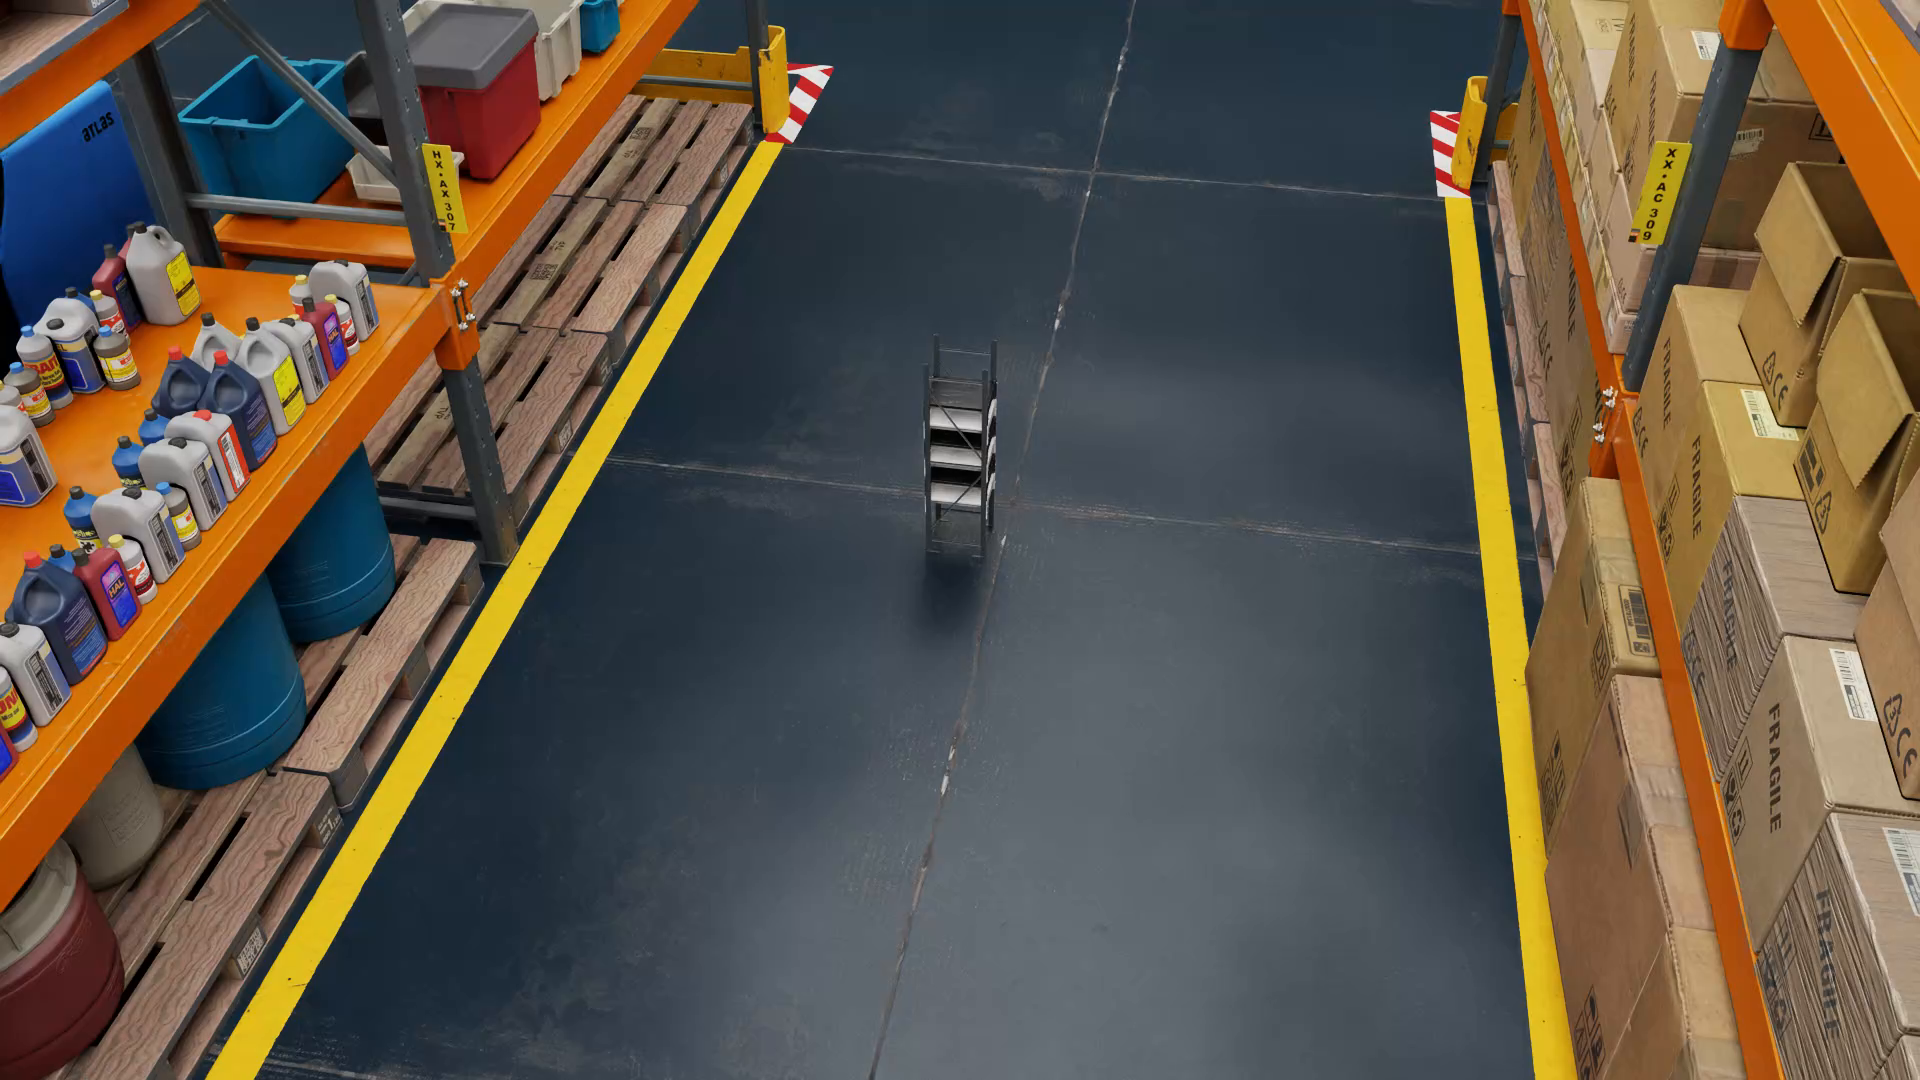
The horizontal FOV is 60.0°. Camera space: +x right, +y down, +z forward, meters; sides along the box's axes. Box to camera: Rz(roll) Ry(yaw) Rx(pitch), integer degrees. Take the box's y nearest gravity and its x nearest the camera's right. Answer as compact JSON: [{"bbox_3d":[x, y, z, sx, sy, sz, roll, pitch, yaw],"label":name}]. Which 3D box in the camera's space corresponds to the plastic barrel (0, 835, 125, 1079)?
[{"bbox_3d":[-2.707,1.123,4.601,0.600,0.588,0.708,6,40,8],"label":"plastic barrel"}]

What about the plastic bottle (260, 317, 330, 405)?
[{"bbox_3d":[-2.091,-0.577,5.192,0.152,0.276,0.135,6,40,8],"label":"plastic bottle"}]

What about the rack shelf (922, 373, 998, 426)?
[{"bbox_3d":[0.001,-0.534,6.319,0.258,0.077,0.200,6,40,8],"label":"rack shelf"}]

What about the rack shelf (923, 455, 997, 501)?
[{"bbox_3d":[0.001,-0.257,6.548,0.258,0.077,0.200,6,40,8],"label":"rack shelf"}]

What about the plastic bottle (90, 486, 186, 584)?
[{"bbox_3d":[-2.241,-0.031,4.531,0.152,0.276,0.135,6,40,8],"label":"plastic bottle"}]

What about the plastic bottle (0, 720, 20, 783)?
[{"bbox_3d":[-2.332,0.462,3.929,0.061,0.283,0.133,6,40,8],"label":"plastic bottle"}]

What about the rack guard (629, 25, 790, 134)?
[{"bbox_3d":[-1.594,-2.701,9.625,1.175,0.500,0.348,6,40,8],"label":"rack guard"}]

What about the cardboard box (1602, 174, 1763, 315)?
[{"bbox_3d":[2.418,-0.954,5.434,0.500,0.250,0.500,6,40,7],"label":"cardboard box"}]

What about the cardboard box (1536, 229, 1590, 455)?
[{"bbox_3d":[2.949,-0.905,6.828,0.875,0.875,0.875,6,40,8],"label":"cardboard box"}]

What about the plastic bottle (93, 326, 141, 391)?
[{"bbox_3d":[-2.670,-0.581,5.254,0.097,0.201,0.097,0,40,0],"label":"plastic bottle"}]

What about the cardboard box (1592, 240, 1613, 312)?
[{"bbox_3d":[2.375,-0.884,5.662,0.380,0.149,0.250,7,40,9],"label":"cardboard box"}]

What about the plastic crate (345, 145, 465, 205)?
[{"bbox_3d":[-2.056,-1.335,6.171,0.396,0.136,0.243,6,40,8],"label":"plastic crate"}]

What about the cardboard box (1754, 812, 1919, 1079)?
[{"bbox_3d":[1.928,0.905,3.223,0.500,0.500,0.500,5,40,6],"label":"cardboard box"}]

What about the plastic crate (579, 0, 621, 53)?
[{"bbox_3d":[-1.688,-2.289,7.249,0.416,0.233,0.300,6,40,8],"label":"plastic crate"}]

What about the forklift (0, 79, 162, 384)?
[{"bbox_3d":[-4.728,-1.587,6.370,1.130,2.935,3.031,9,40,10],"label":"forklift"}]

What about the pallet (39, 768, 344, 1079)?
[{"bbox_3d":[-2.661,1.185,5.151,1.003,0.211,1.213,6,40,8],"label":"pallet"}]

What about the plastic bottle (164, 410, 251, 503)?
[{"bbox_3d":[-2.178,-0.261,4.809,0.152,0.276,0.135,6,40,8],"label":"plastic bottle"}]

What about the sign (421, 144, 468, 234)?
[{"bbox_3d":[-1.736,-1.182,5.609,0.100,0.325,0.005,6,40,8],"label":"sign"}]

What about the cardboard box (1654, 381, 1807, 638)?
[{"bbox_3d":[2.189,-0.053,4.382,0.500,0.500,0.500,6,40,8],"label":"cardboard box"}]

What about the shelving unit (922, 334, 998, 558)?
[{"bbox_3d":[0.001,-0.352,6.469,0.258,0.900,0.210,6,40,8],"label":"shelving unit"}]

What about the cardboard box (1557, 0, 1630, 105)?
[{"bbox_3d":[2.685,-1.917,6.599,0.500,0.250,0.500,6,40,7],"label":"cardboard box"}]

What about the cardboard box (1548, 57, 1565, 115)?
[{"bbox_3d":[2.641,-1.853,6.834,0.380,0.149,0.250,5,40,7],"label":"cardboard box"}]

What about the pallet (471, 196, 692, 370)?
[{"bbox_3d":[-1.980,-1.296,8.152,1.003,0.211,1.213,6,40,8],"label":"pallet"}]

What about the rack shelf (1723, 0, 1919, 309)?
[{"bbox_3d":[2.254,-0.215,2.867,1.077,0.370,4.000,6,40,8],"label":"rack shelf"}]

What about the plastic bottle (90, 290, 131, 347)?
[{"bbox_3d":[-2.786,-0.720,5.422,0.097,0.201,0.097,0,40,0],"label":"plastic bottle"}]

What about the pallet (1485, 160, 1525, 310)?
[{"bbox_3d":[3.231,-1.517,8.419,1.003,0.211,1.213,6,40,8],"label":"pallet"}]

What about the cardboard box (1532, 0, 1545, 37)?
[{"bbox_3d":[2.775,-2.333,7.415,0.380,0.149,0.250,6,40,7],"label":"cardboard box"}]

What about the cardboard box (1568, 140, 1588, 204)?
[{"bbox_3d":[2.508,-1.368,6.248,0.380,0.149,0.250,7,40,9],"label":"cardboard box"}]

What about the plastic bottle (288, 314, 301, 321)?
[{"bbox_3d":[-2.104,-0.625,5.308,0.097,0.201,0.097,0,40,0],"label":"plastic bottle"}]

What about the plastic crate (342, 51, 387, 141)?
[{"bbox_3d":[-2.349,-1.787,6.726,0.437,0.125,0.590,6,40,8],"label":"plastic crate"}]

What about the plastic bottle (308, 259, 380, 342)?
[{"bbox_3d":[-2.027,-0.807,5.469,0.152,0.276,0.135,6,40,8],"label":"plastic bottle"}]

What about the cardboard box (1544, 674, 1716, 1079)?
[{"bbox_3d":[2.356,1.030,4.488,1.225,0.875,0.875,5,40,6],"label":"cardboard box"}]

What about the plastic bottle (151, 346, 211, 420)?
[{"bbox_3d":[-2.288,-0.405,4.925,0.144,0.351,0.185,6,40,8],"label":"plastic bottle"}]

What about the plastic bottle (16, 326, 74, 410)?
[{"bbox_3d":[-2.843,-0.540,5.150,0.097,0.271,0.097,0,40,0],"label":"plastic bottle"}]

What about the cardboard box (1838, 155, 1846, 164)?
[{"bbox_3d":[2.935,-1.210,5.155,0.500,0.500,0.500,6,40,8],"label":"cardboard box"}]

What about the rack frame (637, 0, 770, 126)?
[{"bbox_3d":[-1.585,-3.648,8.808,1.000,3.000,0.127,6,40,8],"label":"rack frame"}]

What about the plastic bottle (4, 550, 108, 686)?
[{"bbox_3d":[-2.305,0.186,4.210,0.144,0.351,0.185,6,40,8],"label":"plastic bottle"}]

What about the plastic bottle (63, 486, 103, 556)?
[{"bbox_3d":[-2.367,-0.031,4.535,0.097,0.271,0.097,0,40,0],"label":"plastic bottle"}]

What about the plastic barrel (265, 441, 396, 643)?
[{"bbox_3d":[-2.389,-0.151,5.896,0.600,0.901,0.708,6,40,8],"label":"plastic barrel"}]

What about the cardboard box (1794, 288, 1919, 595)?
[{"bbox_3d":[2.368,-0.185,3.754,0.797,0.503,0.637,7,40,8],"label":"cardboard box"}]

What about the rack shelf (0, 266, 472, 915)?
[{"bbox_3d":[-2.624,0.395,4.483,1.077,0.370,4.000,6,40,8],"label":"rack shelf"}]
